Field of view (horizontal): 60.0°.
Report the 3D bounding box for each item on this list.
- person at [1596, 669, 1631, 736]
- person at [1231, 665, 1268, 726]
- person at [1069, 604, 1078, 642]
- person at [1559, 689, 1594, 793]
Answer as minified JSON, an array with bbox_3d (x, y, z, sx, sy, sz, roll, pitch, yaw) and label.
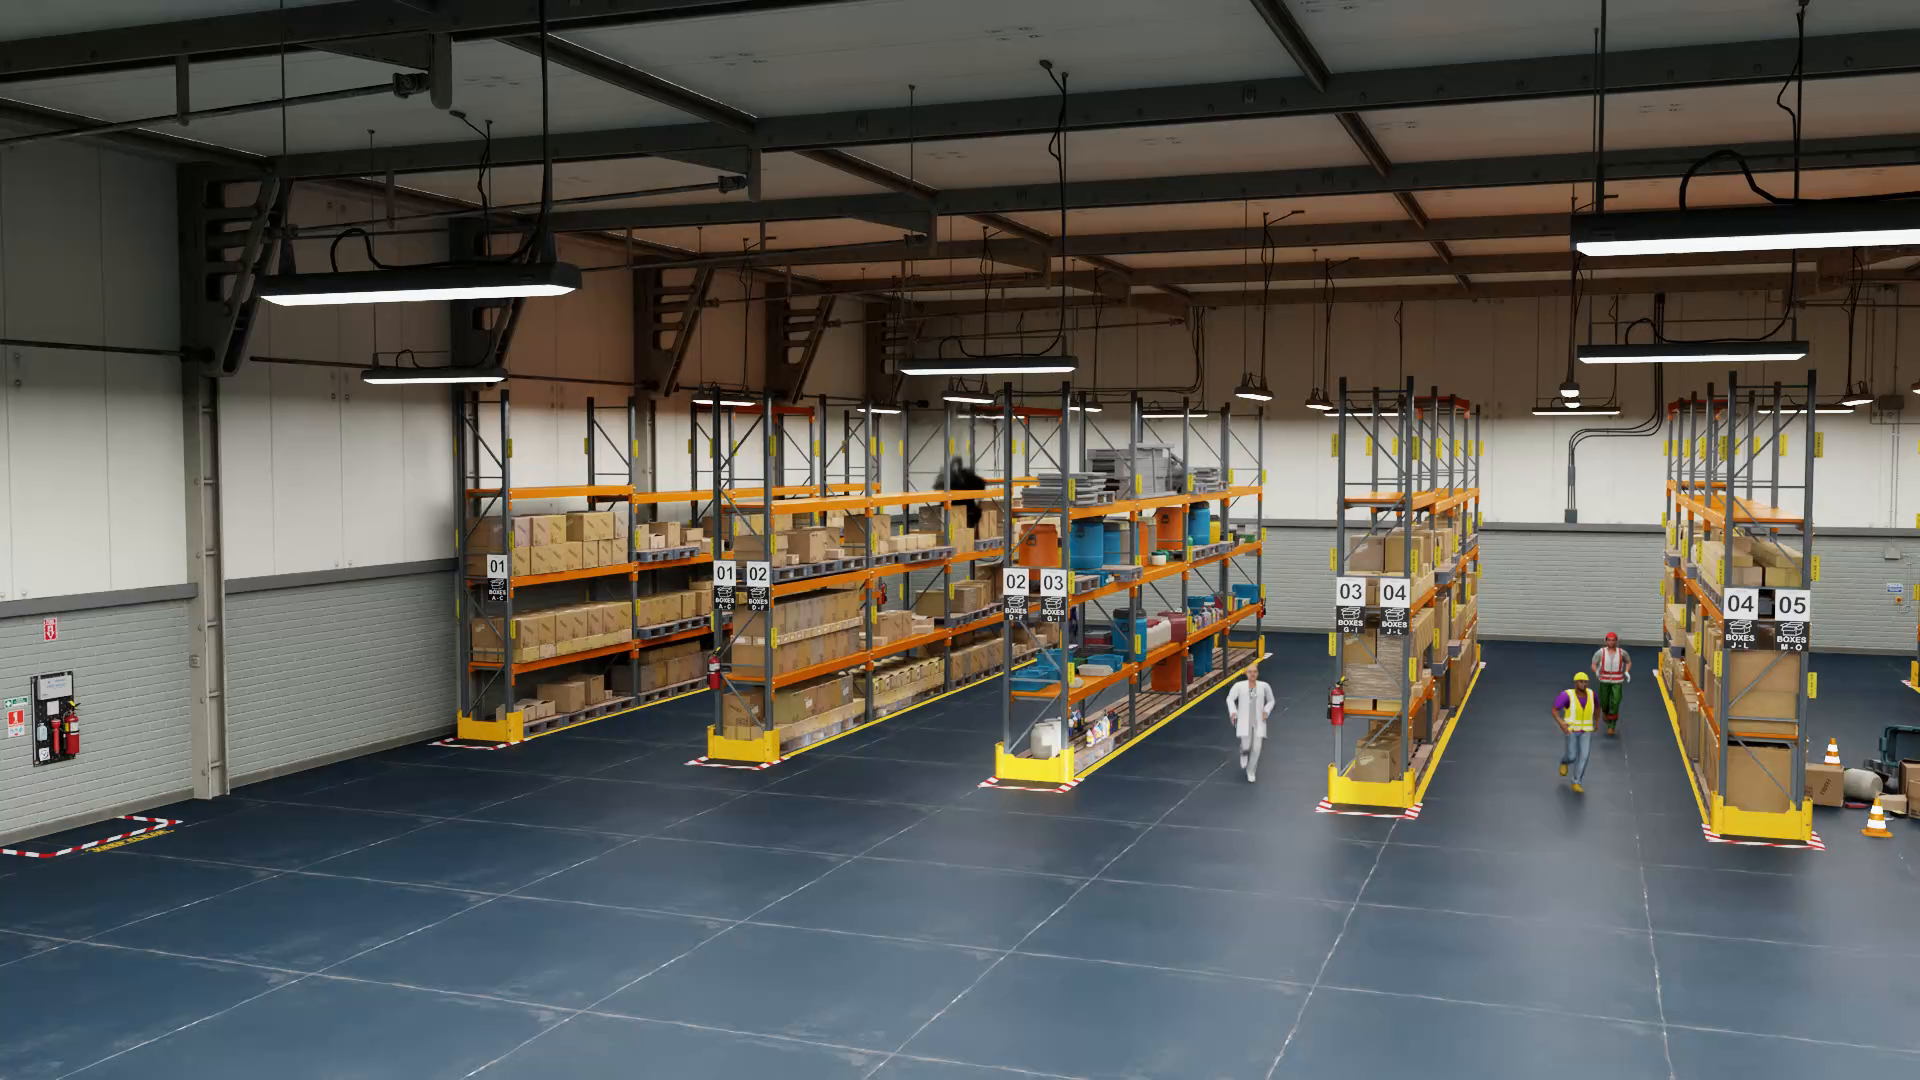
[{"bbox_3d":[11.487,2.818,29.270,0.573,1.140,0.904,1,3,20],"label":"person"},{"bbox_3d":[4.411,2.347,25.105,0.686,0.902,0.461,0,3,4],"label":"person"},{"bbox_3d":[2.818,1.941,42.533,0.579,1.392,0.652,-3,4,-40],"label":"person"},{"bbox_3d":[9.087,2.926,24.483,0.433,1.485,0.771,0,3,-1],"label":"person"}]
